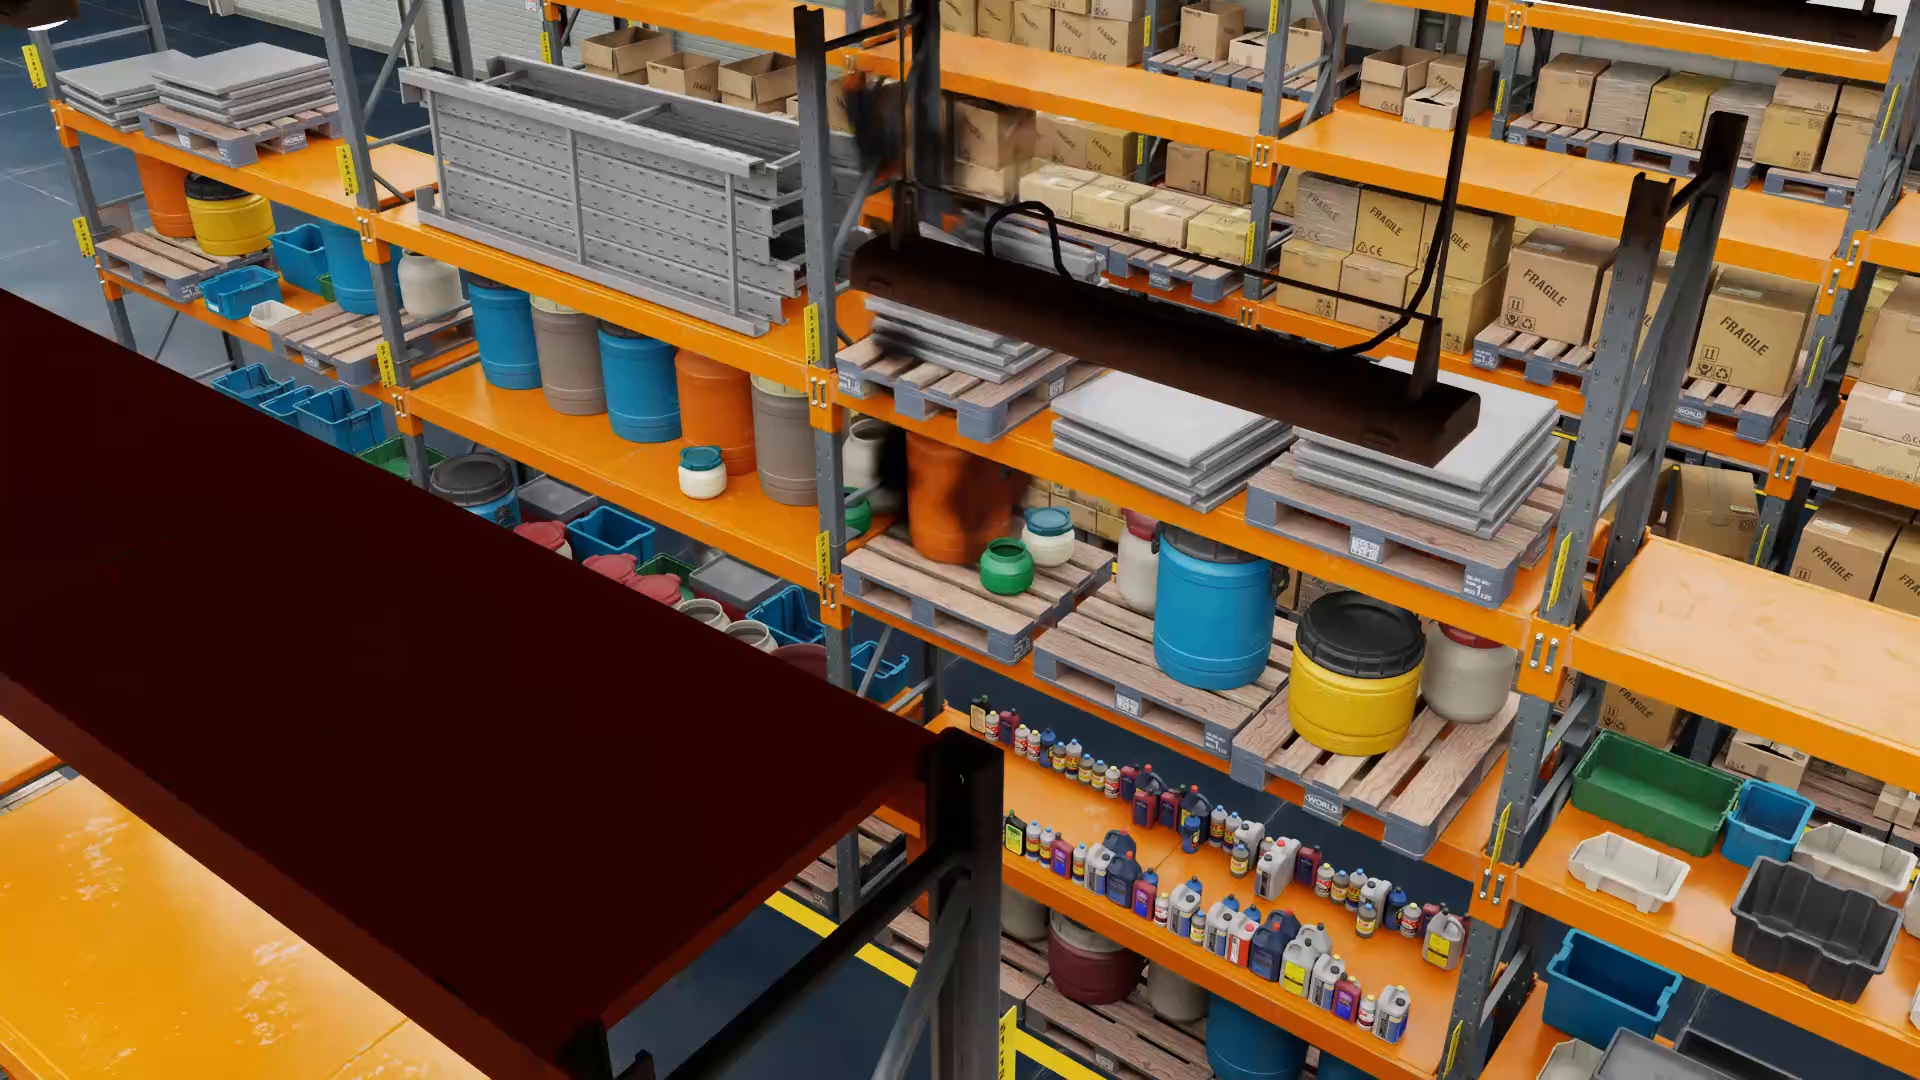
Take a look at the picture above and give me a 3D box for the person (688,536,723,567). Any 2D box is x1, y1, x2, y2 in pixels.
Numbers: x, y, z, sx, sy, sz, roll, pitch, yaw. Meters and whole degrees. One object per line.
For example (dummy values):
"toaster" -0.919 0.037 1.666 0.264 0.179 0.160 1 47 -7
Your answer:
"person" -2.165 -0.217 14.055 0.593 1.664 0.663 22 38 31
